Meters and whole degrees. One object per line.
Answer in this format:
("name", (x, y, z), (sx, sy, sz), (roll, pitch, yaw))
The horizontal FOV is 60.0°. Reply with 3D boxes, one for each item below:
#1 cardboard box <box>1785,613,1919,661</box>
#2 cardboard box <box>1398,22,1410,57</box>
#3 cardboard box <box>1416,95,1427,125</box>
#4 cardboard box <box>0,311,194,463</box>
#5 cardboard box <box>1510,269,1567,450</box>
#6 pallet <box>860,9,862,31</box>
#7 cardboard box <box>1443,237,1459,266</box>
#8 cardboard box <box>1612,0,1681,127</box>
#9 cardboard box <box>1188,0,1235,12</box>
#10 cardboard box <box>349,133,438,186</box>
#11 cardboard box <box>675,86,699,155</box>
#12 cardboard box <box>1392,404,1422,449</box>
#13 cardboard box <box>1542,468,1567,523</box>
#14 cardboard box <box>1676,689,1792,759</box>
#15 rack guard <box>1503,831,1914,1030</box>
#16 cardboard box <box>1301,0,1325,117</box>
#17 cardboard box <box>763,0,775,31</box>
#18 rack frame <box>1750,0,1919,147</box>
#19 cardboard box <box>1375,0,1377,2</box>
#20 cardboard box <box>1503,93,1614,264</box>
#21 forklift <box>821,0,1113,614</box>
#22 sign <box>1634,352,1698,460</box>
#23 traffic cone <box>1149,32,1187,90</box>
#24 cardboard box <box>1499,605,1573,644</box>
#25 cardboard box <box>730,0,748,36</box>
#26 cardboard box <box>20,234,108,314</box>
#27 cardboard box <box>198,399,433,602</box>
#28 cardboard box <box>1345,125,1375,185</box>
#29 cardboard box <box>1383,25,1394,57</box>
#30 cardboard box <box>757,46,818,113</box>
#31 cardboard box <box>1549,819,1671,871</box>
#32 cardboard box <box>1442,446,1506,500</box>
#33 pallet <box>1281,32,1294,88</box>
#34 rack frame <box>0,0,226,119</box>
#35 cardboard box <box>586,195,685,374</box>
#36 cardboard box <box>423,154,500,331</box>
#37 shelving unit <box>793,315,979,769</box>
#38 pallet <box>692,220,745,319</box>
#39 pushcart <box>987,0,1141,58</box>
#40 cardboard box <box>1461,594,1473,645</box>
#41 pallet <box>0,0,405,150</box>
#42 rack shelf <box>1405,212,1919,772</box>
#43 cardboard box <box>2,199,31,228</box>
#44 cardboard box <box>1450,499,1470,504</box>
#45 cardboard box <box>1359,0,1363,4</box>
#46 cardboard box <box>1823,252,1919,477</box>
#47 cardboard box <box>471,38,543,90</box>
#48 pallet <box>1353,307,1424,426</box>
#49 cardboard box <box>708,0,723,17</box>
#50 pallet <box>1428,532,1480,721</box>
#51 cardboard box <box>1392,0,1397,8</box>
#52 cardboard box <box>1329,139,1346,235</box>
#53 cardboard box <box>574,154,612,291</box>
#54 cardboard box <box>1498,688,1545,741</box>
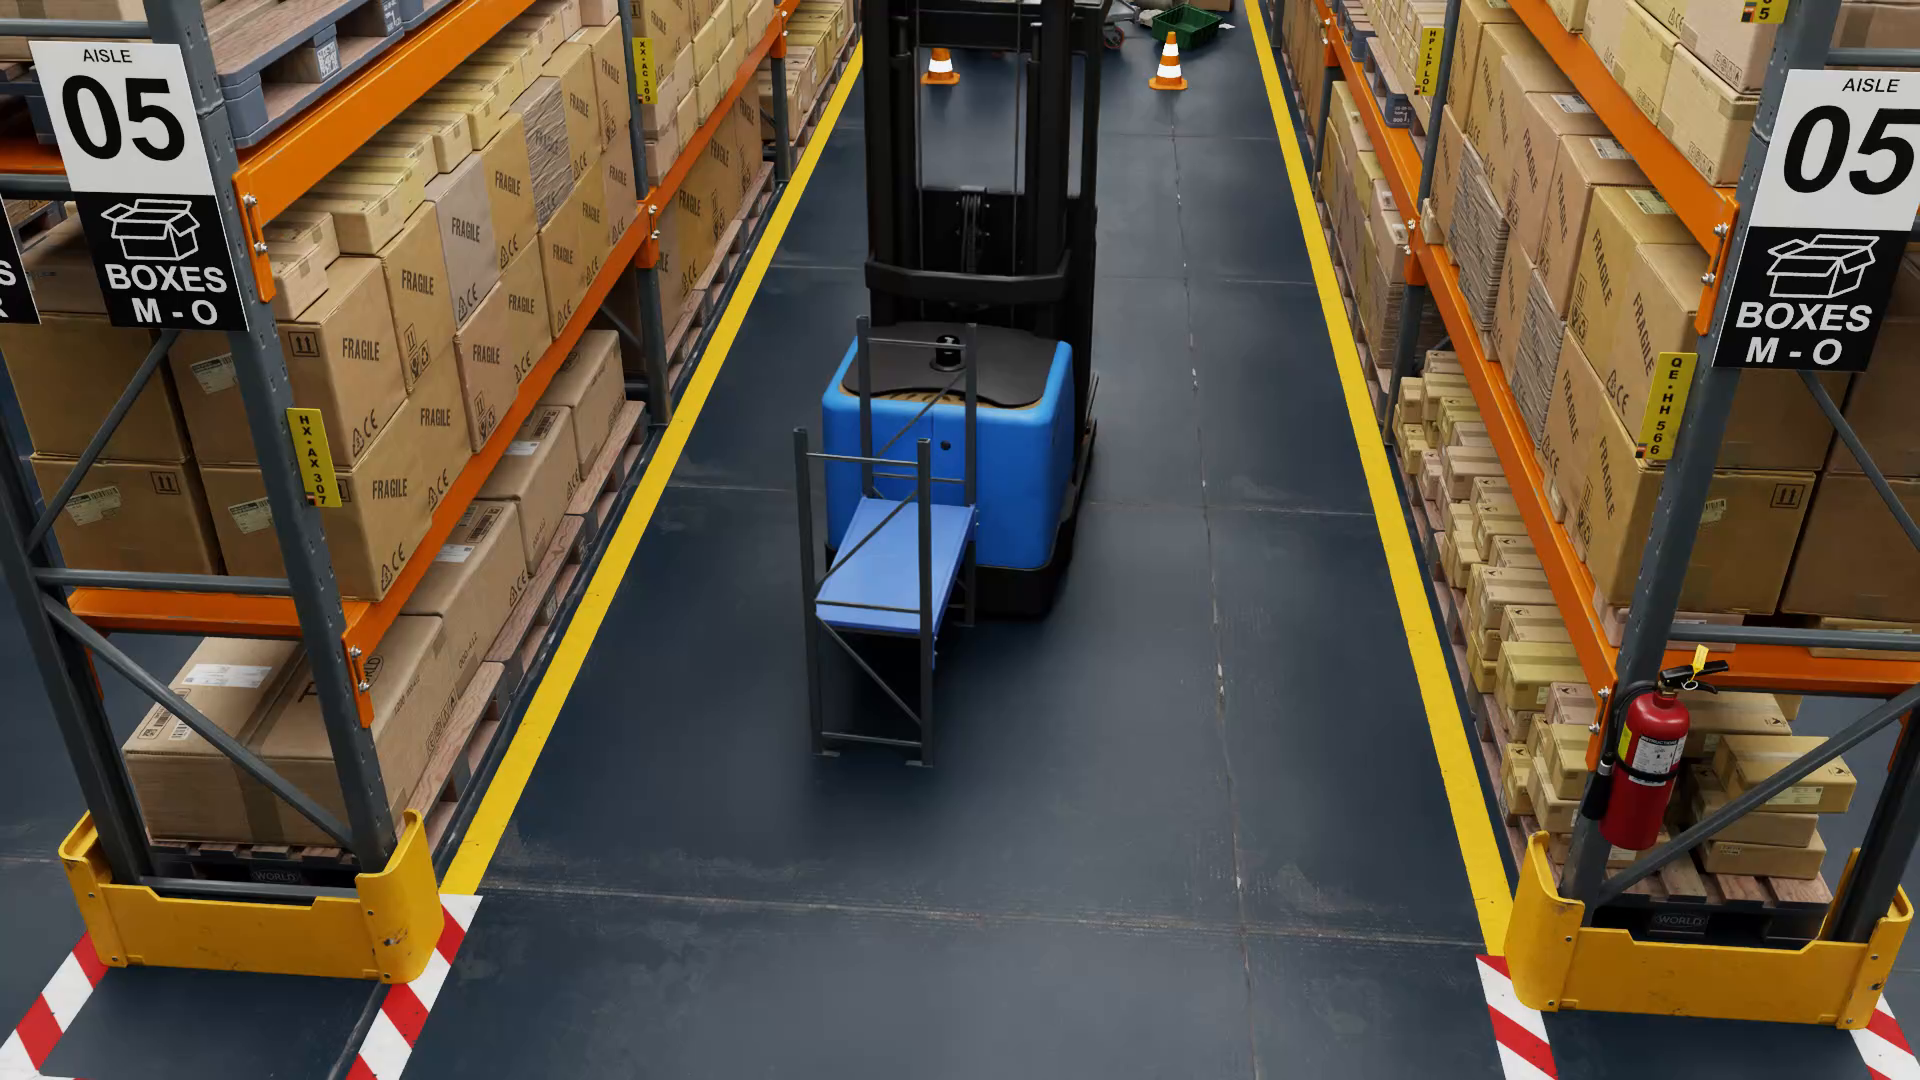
("cardboard box", (2.848, 0.247, 5.230), (0.380, 0.149, 0.250), (2, 32, 4))
("cardboard box", (2.760, -2.901, 9.654), (0.380, 0.149, 0.250), (3, 32, 4))
("cardboard box", (2.699, -2.351, 9.044), (0.380, 0.149, 0.250), (2, 32, 4))
("cardboard box", (-2.645, -0.594, 5.307), (0.500, 0.500, 0.500), (3, 32, 6))
("cardboard box", (2.354, -0.655, 6.075), (0.500, 0.500, 0.500), (3, 32, 4))
("pallet", (-1.450, -5.304, 16.655), (1.003, 0.211, 1.213), (2, 32, 4))
("cardboard box", (2.525, -1.417, 7.930), (0.380, 0.149, 0.250), (3, 32, 5))
("cardboard box", (2.303, -1.434, 5.002), (0.500, 0.250, 0.500), (3, 32, 4))
("cardboard box", (2.576, -5.772, 17.138), (0.500, 0.500, 0.500), (8, 32, 12))
("cardboard box", (-2.084, -1.331, 5.884), (0.380, 0.149, 0.250), (3, 32, 4))
("cardboard box", (-1.781, -2.381, 9.397), (0.500, 0.250, 0.500), (2, 32, 3))
("cardboard box", (2.471, -0.585, 8.657), (0.380, 0.149, 0.250), (1, 32, 2))
("cardboard box", (2.301, -0.175, 5.915), (0.380, 0.149, 0.250), (3, 32, 5))
("cardboard box", (2.779, 0.668, 6.057), (0.380, 0.149, 0.250), (3, 32, 5))
("rack guard", (2.501, 1.319, 5.632), (1.175, 0.500, 0.348), (2, 32, 4))
("cardboard box", (3.354, -3.881, 13.433), (1.050, 0.750, 0.750), (3, 32, 5))
("cardboard box", (-1.578, -3.707, 11.550), (0.500, 0.250, 0.500), (1, 32, 2))
("rack frame", (2.495, -2.259, 3.338), (1.000, 3.000, 0.127), (2, 32, 4))
("cardboard box", (2.869, -3.561, 10.725), (0.380, 0.149, 0.250), (2, 32, 2))
("cardboard box", (2.399, -1.364, 6.272), (0.500, 0.500, 0.500), (1, 32, 2))
("forklift", (0.141, -1.669, 8.164), (1.130, 2.935, 3.031), (5, 32, 8))
("sign", (1.944, -0.367, 4.581), (0.100, 0.325, 0.005), (2, 32, 4))
("traffic cone", (1.858, -4.263, 14.726), (0.336, 0.463, 0.334), (2, 32, 4))
("cardboard box", (2.342, 0.387, 6.514), (0.380, 0.149, 0.250), (1, 32, 2))
("cardboard box", (-1.641, -3.395, 10.566), (0.500, 0.250, 0.500), (2, 32, 3))
("cardboard box", (-2.617, -0.804, 5.029), (0.380, 0.149, 0.250), (3, 32, 5))
("cardboard box", (-2.121, -0.145, 5.531), (0.500, 0.500, 0.500), (2, 32, 4))
("cardboard box", (2.755, -2.448, 10.631), (0.500, 0.250, 0.500), (3, 32, 4))
("cardboard box", (2.803, -3.041, 10.165), (0.380, 0.149, 0.250), (3, 32, 5))
("cardboard box", (-1.687, -3.788, 13.642), (0.950, 0.372, 0.625), (2, 32, 3))
("cardboard box", (2.330, 1.046, 6.011), (0.380, 0.149, 0.250), (3, 32, 5))
("cardboard box", (2.433, -0.301, 7.629), (0.380, 0.149, 0.250), (3, 32, 5))
("pallet", (3.484, -4.386, 15.166), (1.003, 0.211, 1.213), (2, 32, 4))
("rack frame", (-2.447, -2.418, 3.596), (1.000, 3.000, 0.127), (2, 32, 4))
("cardboard box", (-2.150, -1.557, 9.542), (0.875, 0.875, 0.875), (3, 32, 6))
("cardboard box", (-2.054, -1.111, 6.145), (0.500, 0.500, 0.500), (2, 32, 4))
("shelving unit", (-0.267, -0.003, 6.825), (0.538, 1.500, 1.048), (5, 32, 8))
("pallet", (-2.037, -1.814, 10.993), (1.003, 0.211, 1.213), (2, 32, 4))
("pushcart", (0.807, -4.951, 15.924), (1.648, 0.377, 0.936), (-8, 33, -13))
("cardboard box", (2.365, 0.365, 7.116), (0.380, 0.149, 0.250), (3, 32, 5))
("pallet", (-2.397, -1.491, 5.036), (1.003, 0.211, 1.213), (2, 32, 4))
("rack shelf", (2.658, -0.445, 6.798), (1.077, 0.370, 4.000), (2, 32, 4))
("cardboard box", (-6.678, -2.334, 11.160), (0.500, 0.500, 0.500), (1, 32, 2))
("cardboard box", (2.487, -0.164, 7.690), (0.380, 0.149, 0.250), (4, 32, 6))
("cardboard box", (2.909, -3.735, 11.290), (0.380, 0.149, 0.250), (2, 32, 3))
("cardboard box", (2.796, -0.523, 4.908), (0.500, 0.500, 0.500), (2, 32, 4))
("cardboard box", (-1.976, -1.996, 6.963), (0.380, 0.149, 0.250), (2, 32, 4))
("pallet", (2.883, -1.017, 9.698), (1.003, 0.211, 1.213), (2, 32, 4))
("cardboard box", (-1.706, -3.441, 9.926), (0.500, 0.500, 0.500), (2, 32, 3))
("pallet", (2.705, 0.383, 7.427), (1.003, 0.211, 1.213), (2, 32, 4))
("cardboard box", (2.810, -3.293, 10.006), (0.380, 0.149, 0.250), (3, 32, 5))
("cardboard box", (2.797, -2.381, 11.236), (0.500, 0.500, 0.500), (3, 32, 5))
("cardboard box", (-1.940, -1.475, 7.689), (0.500, 0.500, 0.500), (2, 32, 3))
("cardboard box", (2.294, 0.643, 6.381), (0.380, 0.149, 0.250), (1, 32, 2))
